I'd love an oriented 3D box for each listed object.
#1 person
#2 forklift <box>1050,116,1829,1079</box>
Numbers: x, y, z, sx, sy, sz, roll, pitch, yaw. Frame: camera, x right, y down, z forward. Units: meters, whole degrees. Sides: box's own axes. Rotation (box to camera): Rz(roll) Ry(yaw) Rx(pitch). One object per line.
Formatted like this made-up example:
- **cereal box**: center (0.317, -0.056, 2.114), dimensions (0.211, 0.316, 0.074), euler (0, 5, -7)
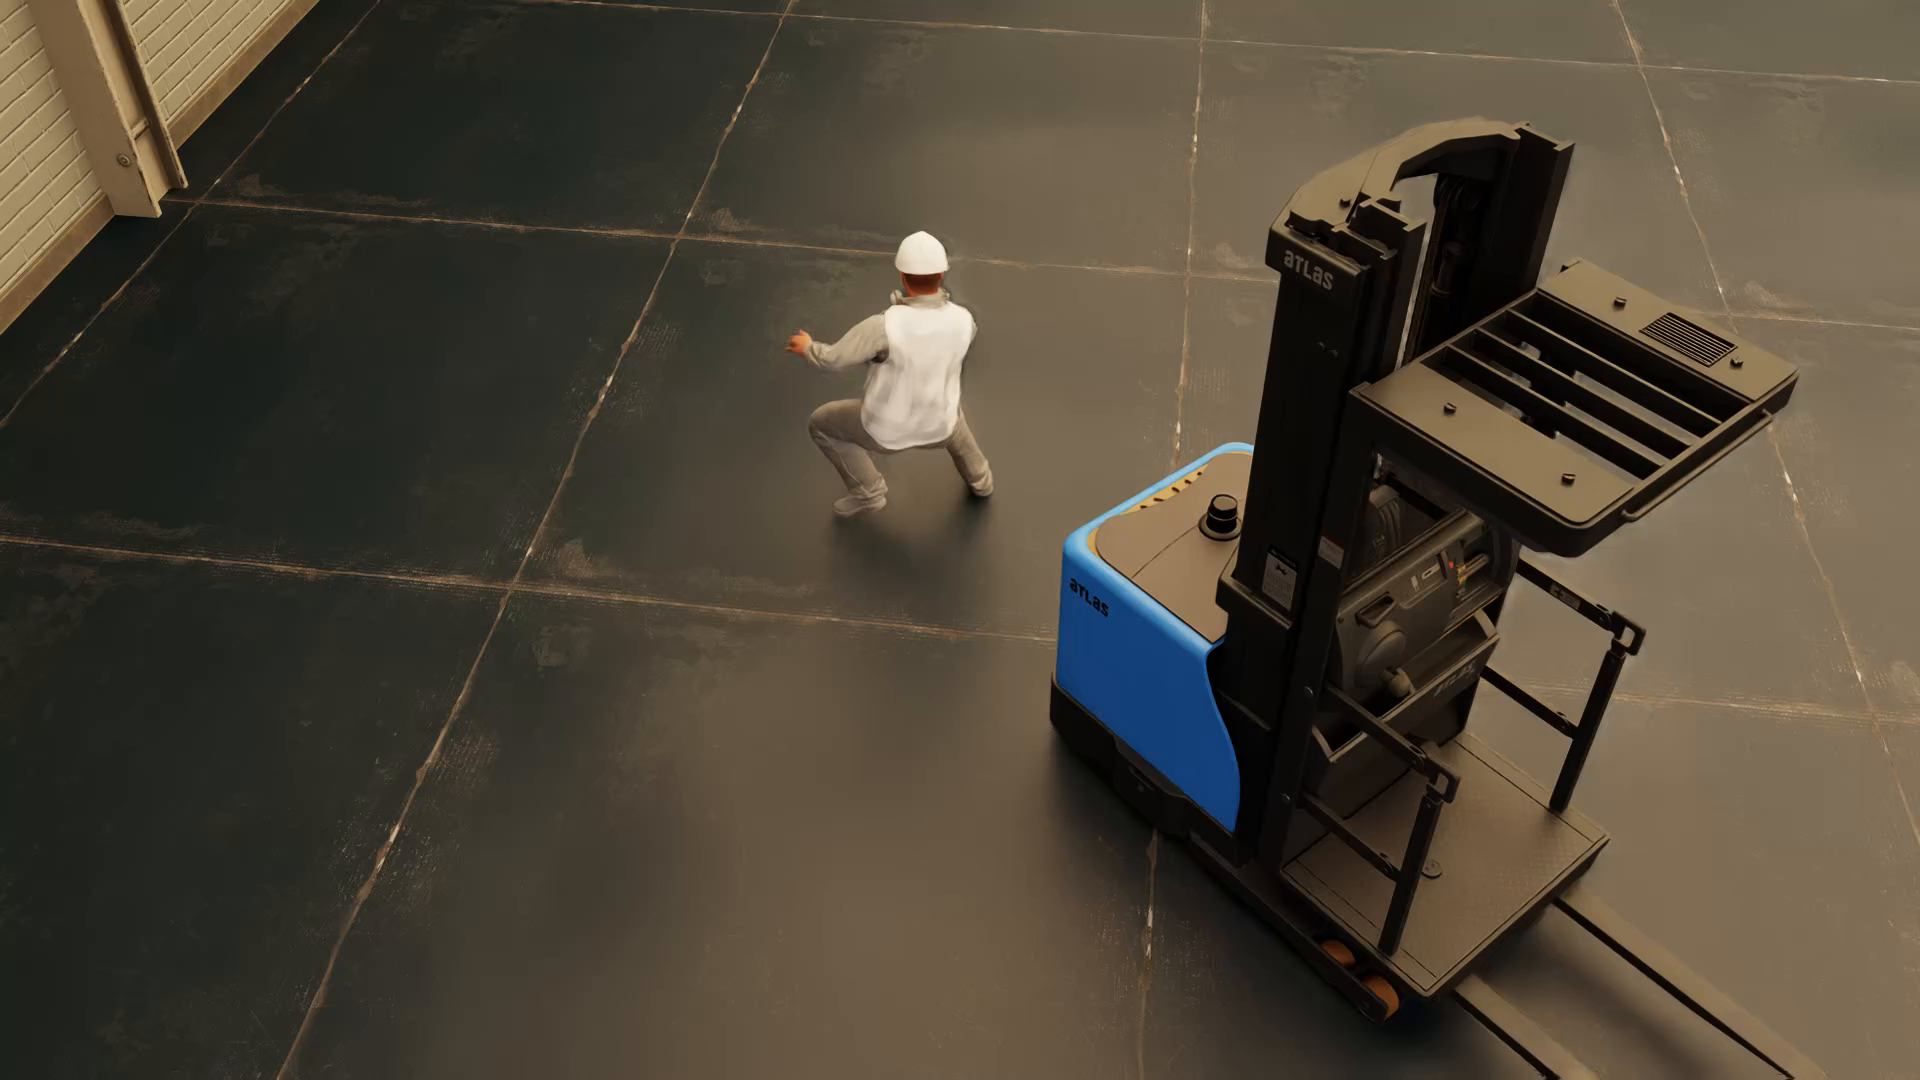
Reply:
- **person**: center (-0.268, -0.733, 7.533), dimensions (0.953, 1.568, 0.782), euler (-15, 45, -16)
- **forklift**: center (1.702, 0.264, 5.437), dimensions (1.130, 2.935, 3.031), euler (-29, 50, -28)
